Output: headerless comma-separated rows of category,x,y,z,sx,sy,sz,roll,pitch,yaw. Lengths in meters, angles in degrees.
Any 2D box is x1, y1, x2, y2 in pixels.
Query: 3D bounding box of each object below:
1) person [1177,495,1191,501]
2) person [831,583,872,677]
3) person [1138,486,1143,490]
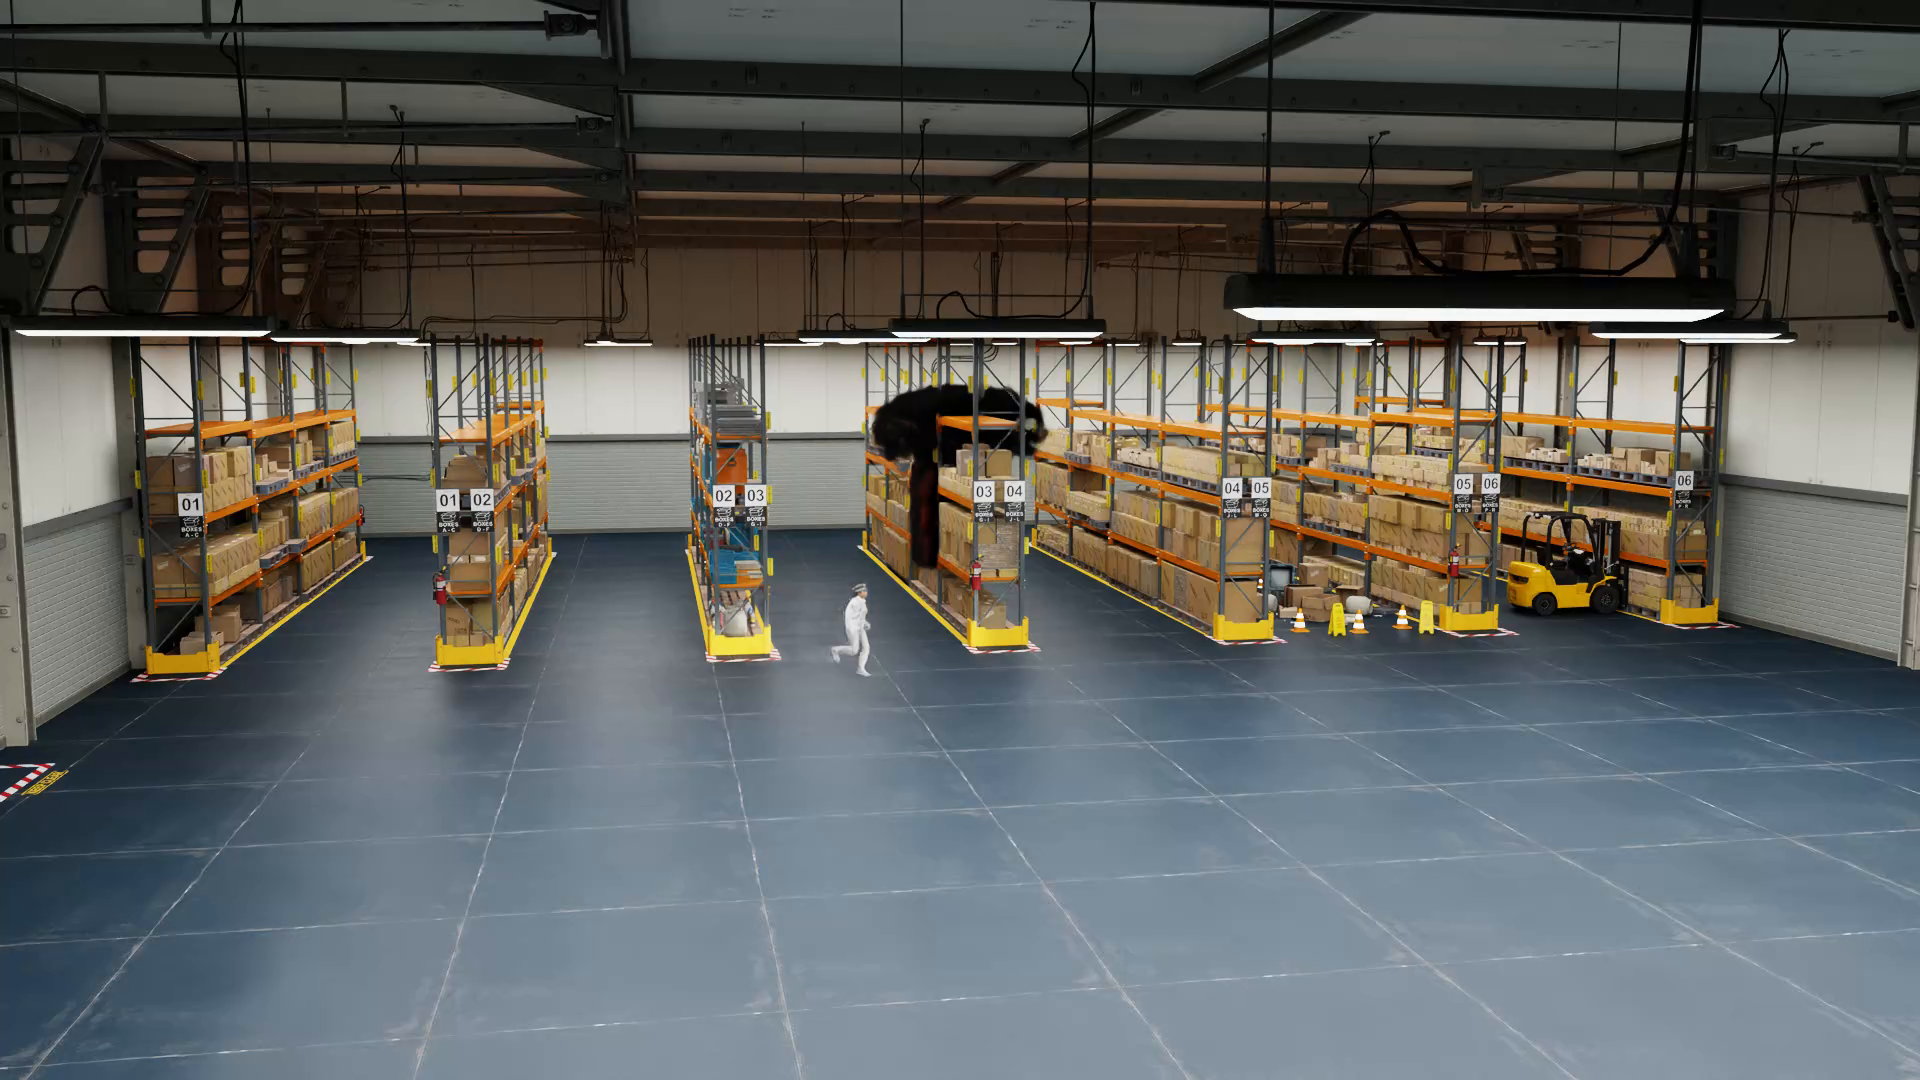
person,6.798,-0.909,50.811,0.673,1.675,0.571,0,7,-2
person,-1.903,1.579,29.331,0.772,1.668,0.634,2,7,21
person,5.224,-0.619,47.795,0.669,1.854,0.861,-3,7,-24
